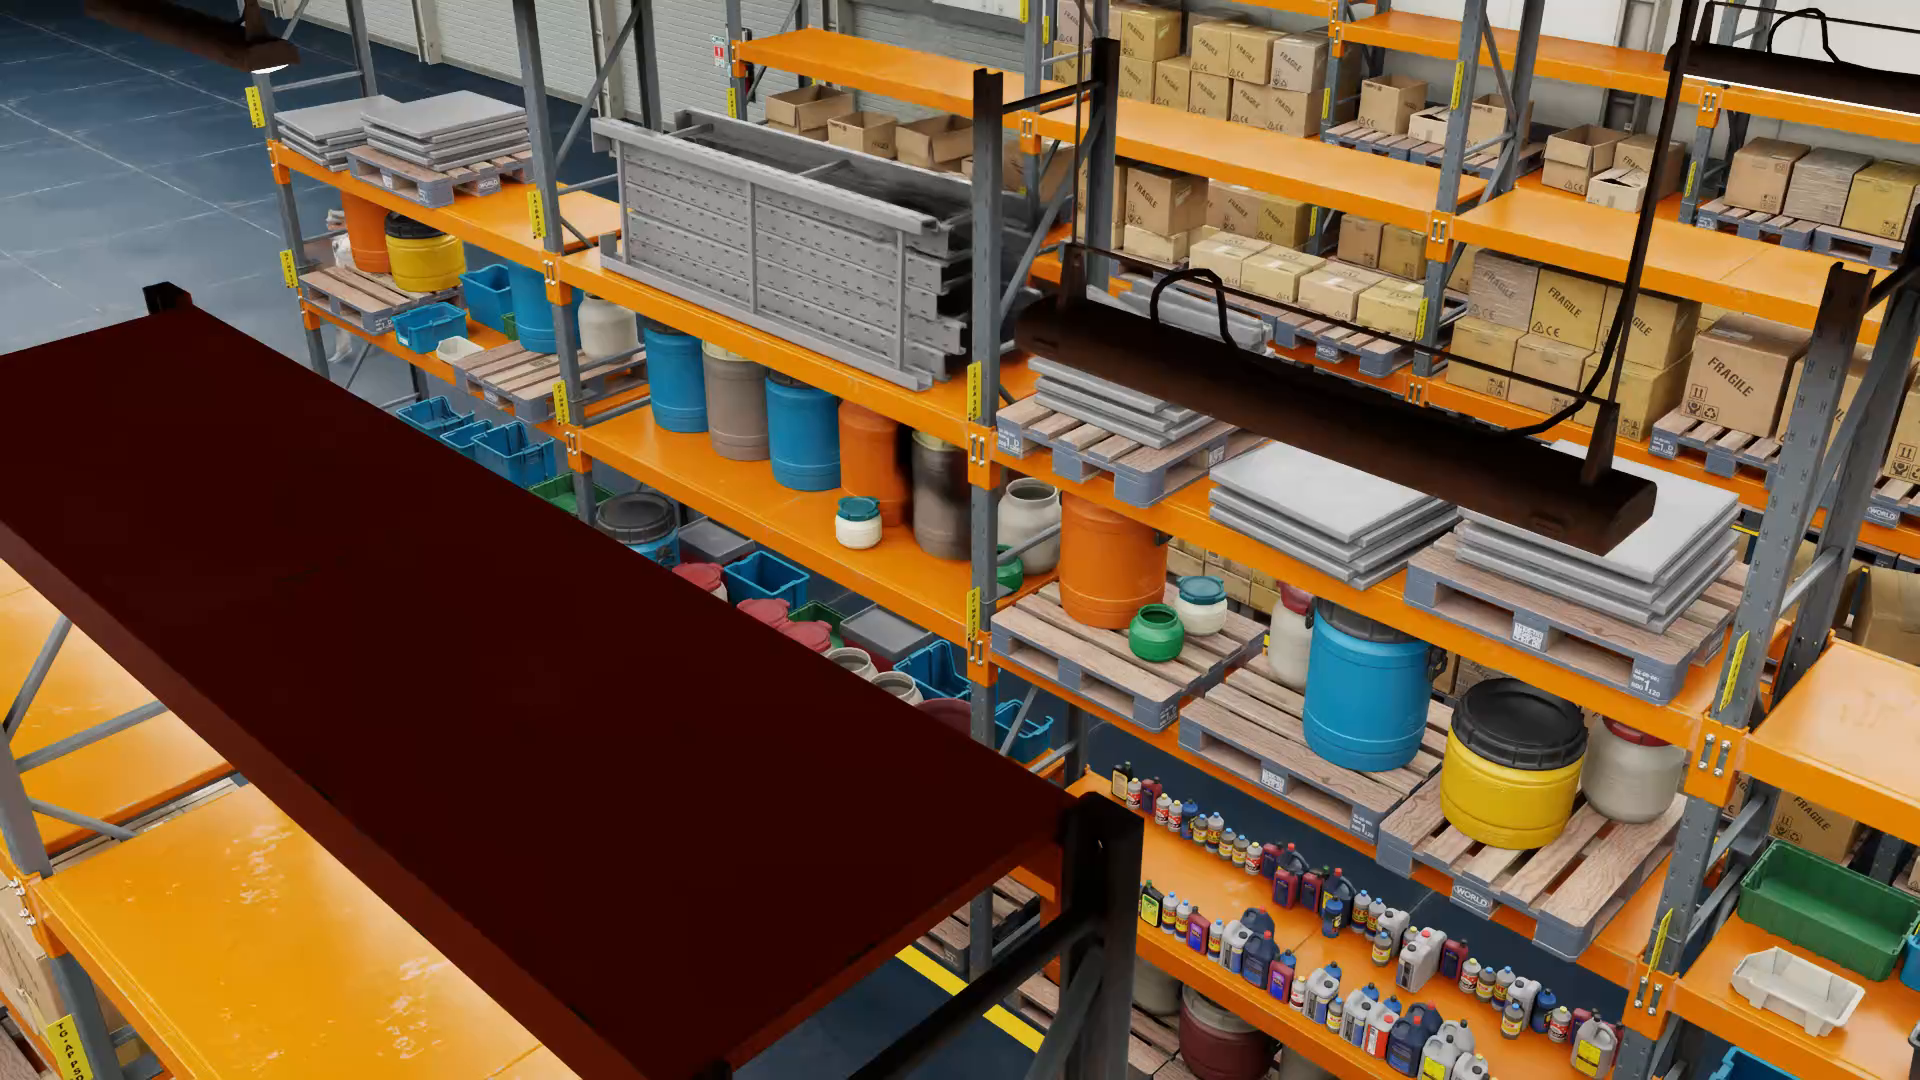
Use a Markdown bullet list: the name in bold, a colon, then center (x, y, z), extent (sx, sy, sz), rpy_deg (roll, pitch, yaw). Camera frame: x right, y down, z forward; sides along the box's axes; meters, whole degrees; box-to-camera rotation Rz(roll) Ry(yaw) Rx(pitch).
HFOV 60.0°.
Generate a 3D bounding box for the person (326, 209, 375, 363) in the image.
- **person**: center (-7.288, -3.062, 19.868), extent (0.824, 1.840, 0.637), rpy_deg (-13, 32, -22)
